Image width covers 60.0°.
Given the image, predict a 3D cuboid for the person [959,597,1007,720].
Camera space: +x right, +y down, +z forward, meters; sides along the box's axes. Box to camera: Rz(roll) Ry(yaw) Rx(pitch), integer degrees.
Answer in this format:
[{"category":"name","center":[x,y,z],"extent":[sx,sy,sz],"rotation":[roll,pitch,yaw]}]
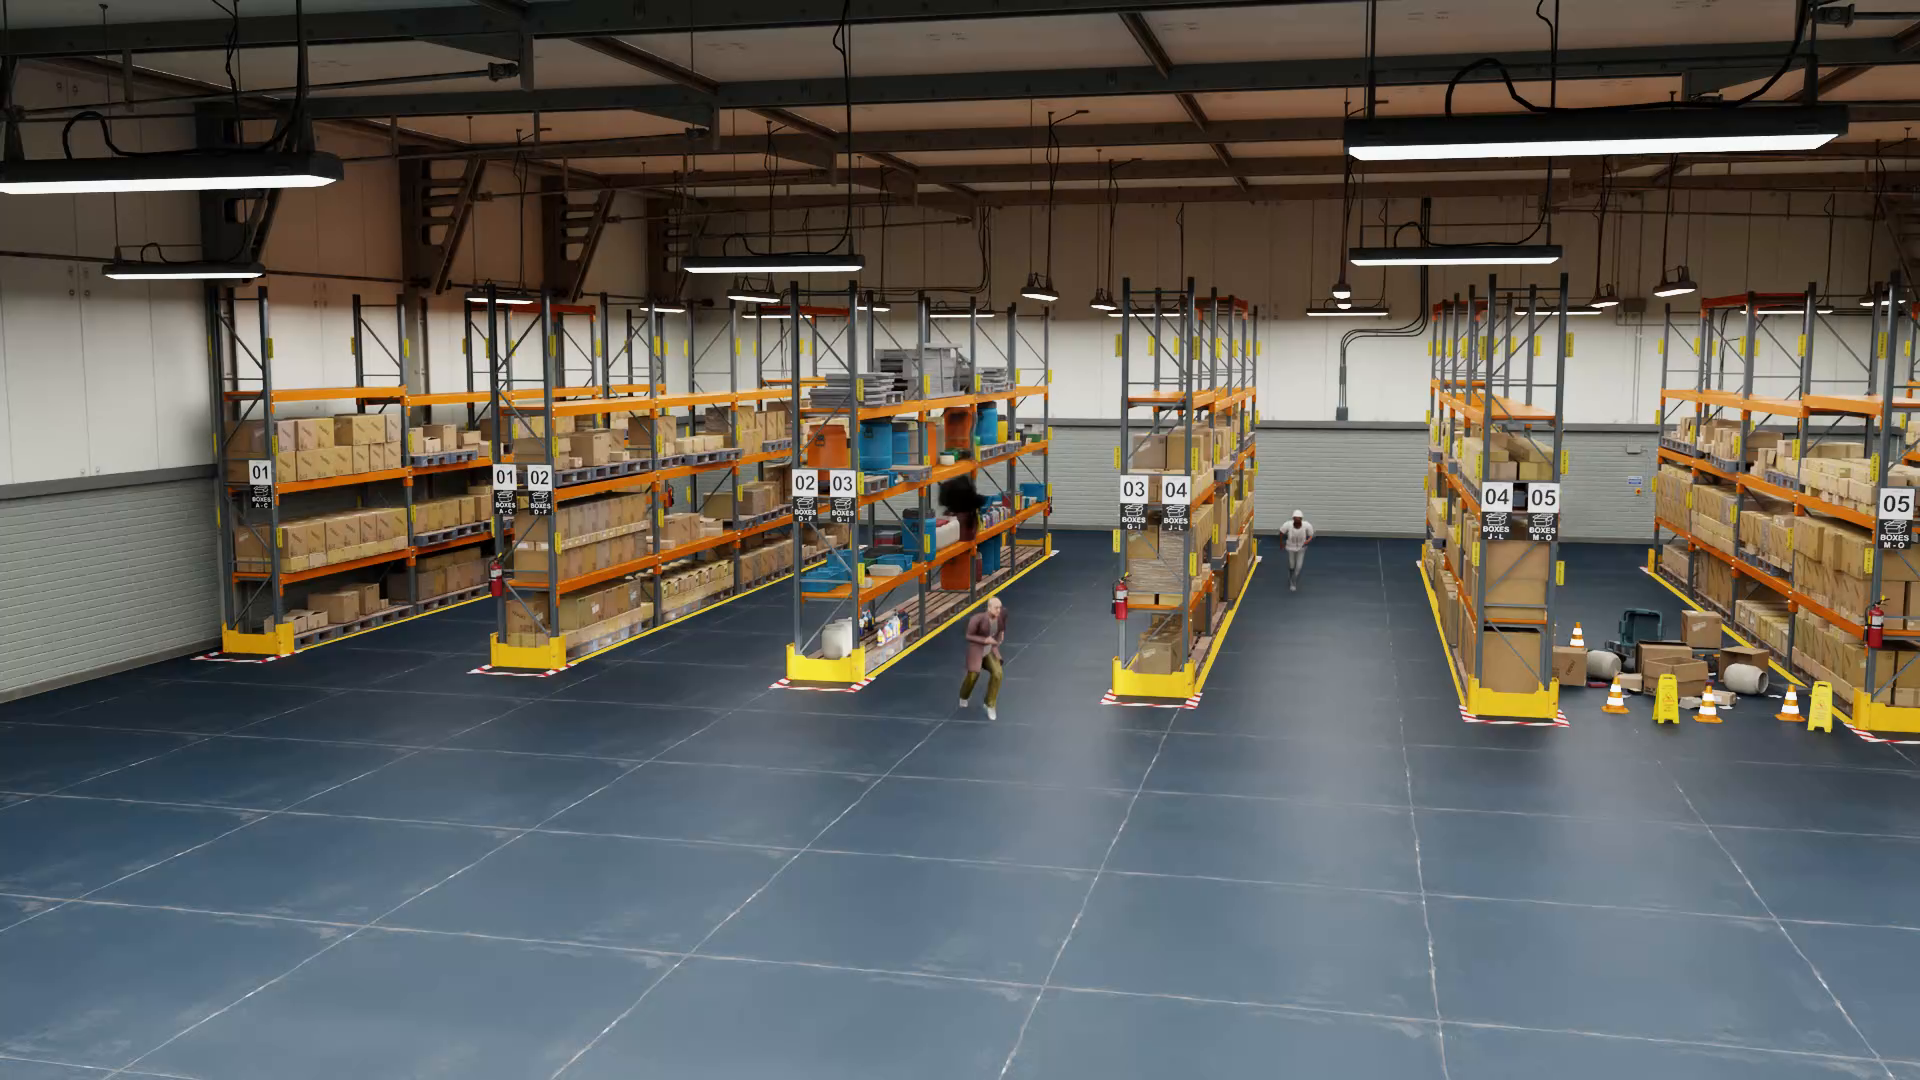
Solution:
[{"category":"person","center":[0.304,1.594,22.759],"extent":[0.752,1.730,1.072],"rotation":[-4,8,-30]}]

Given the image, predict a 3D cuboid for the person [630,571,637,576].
[{"category":"person","center":[-7.218,-0.035,36.787],"extent":[0.649,1.679,0.790],"rotation":[1,7,12]}]

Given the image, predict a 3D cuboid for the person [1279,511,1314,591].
[{"category":"person","center":[6.994,0.210,34.616],"extent":[0.693,1.689,0.774],"rotation":[0,7,4]}]
